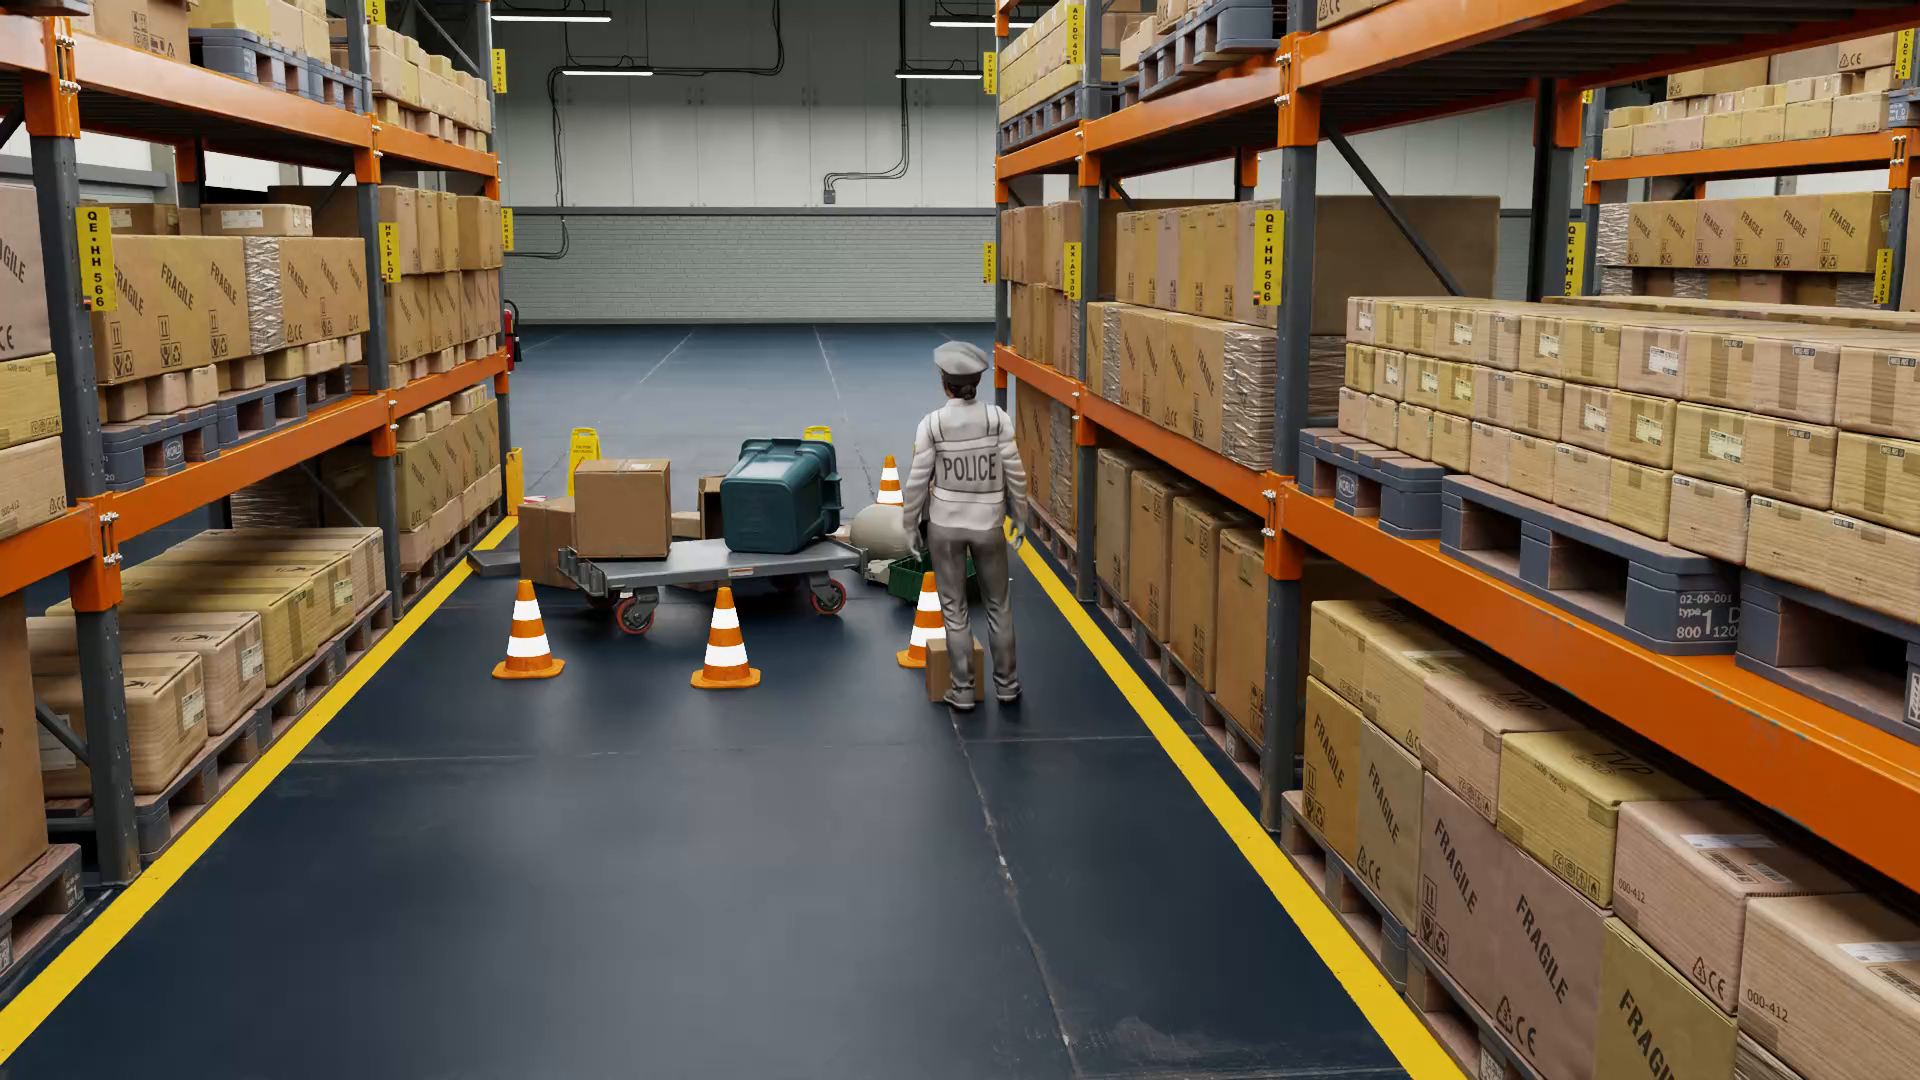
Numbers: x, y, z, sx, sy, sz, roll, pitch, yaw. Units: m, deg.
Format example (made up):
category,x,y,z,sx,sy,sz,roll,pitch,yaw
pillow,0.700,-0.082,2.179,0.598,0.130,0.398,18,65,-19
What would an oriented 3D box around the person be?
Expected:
category,x,y,z,sx,sy,sz,roll,pitch,yaw
person,0.025,-0.065,7.626,0.586,1.695,0.532,-1,10,-6
